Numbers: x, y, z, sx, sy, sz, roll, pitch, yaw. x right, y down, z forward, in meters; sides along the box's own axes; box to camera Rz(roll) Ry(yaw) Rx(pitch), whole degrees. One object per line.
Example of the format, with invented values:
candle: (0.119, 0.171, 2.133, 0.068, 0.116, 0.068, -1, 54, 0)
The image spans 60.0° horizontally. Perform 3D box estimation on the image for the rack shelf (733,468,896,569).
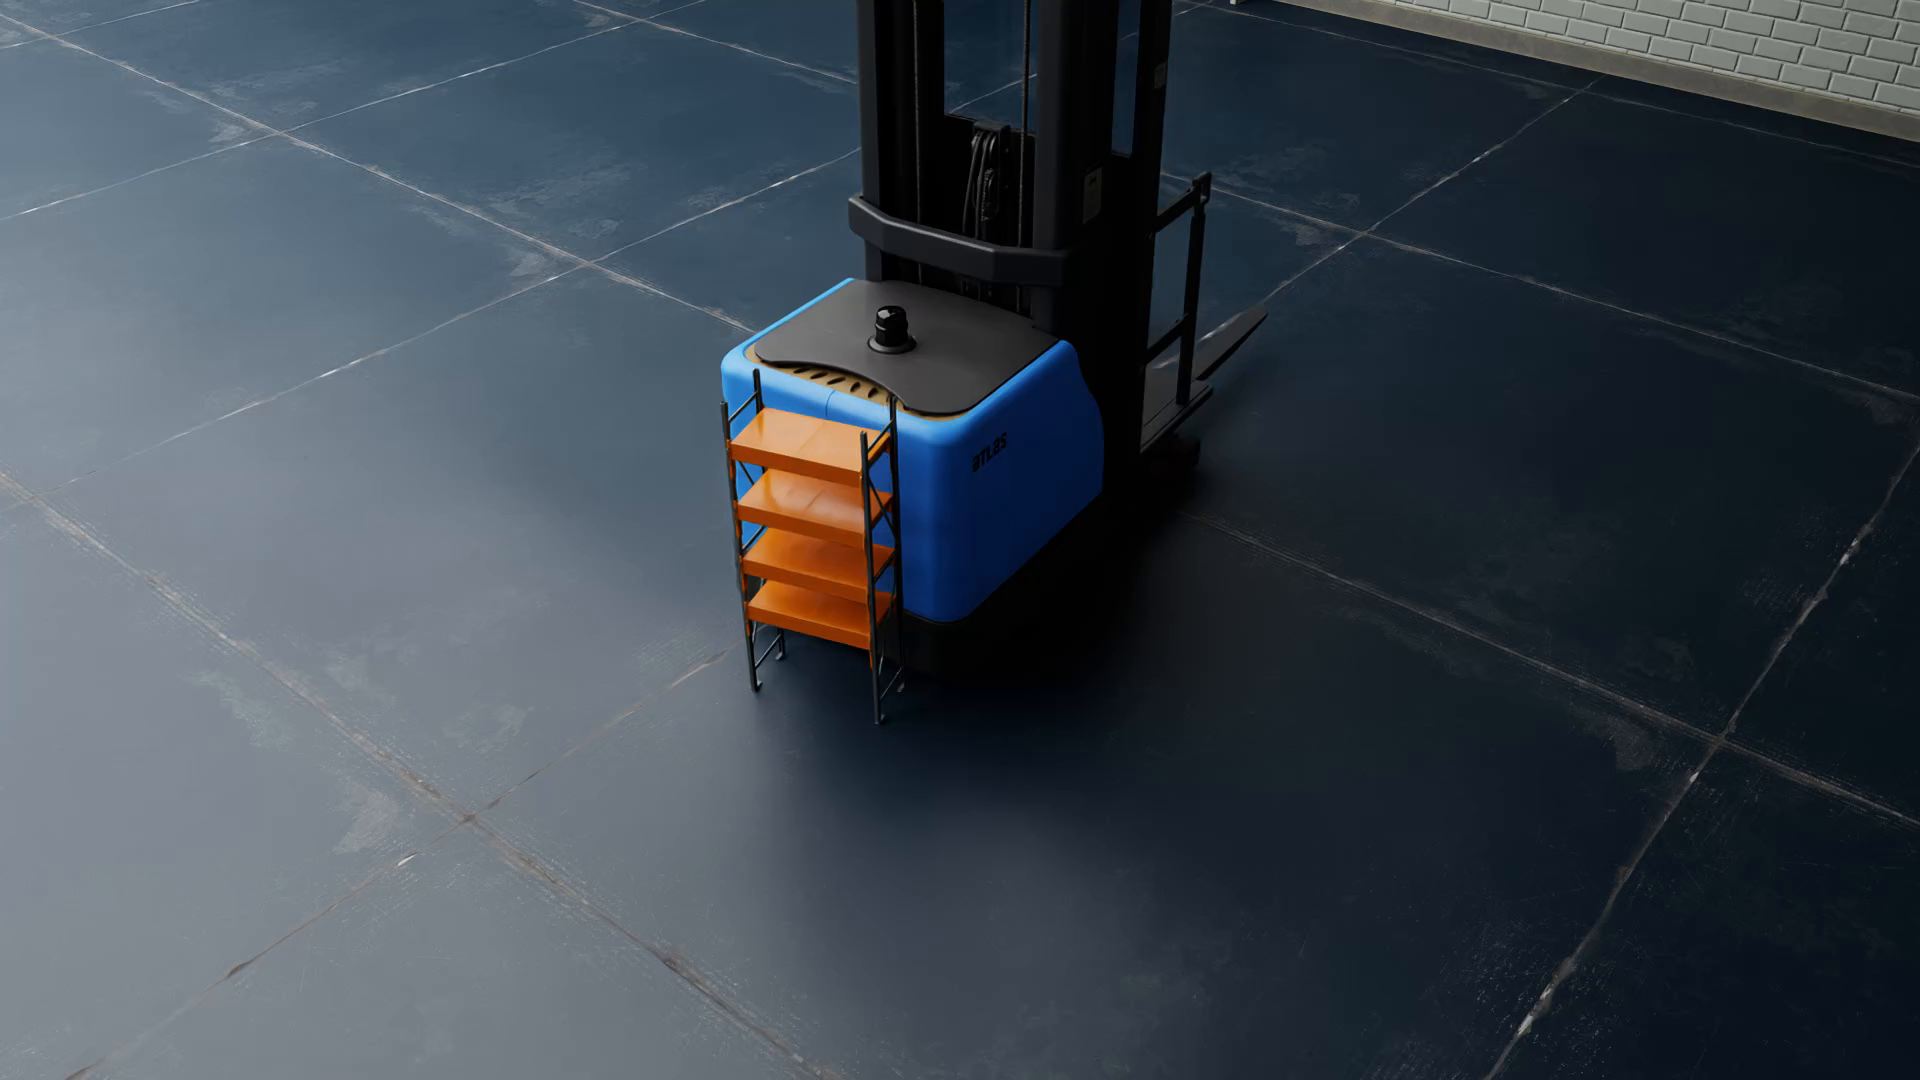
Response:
rack shelf: (-0.477, -0.084, 5.530, 0.480, 0.148, 0.258, 13, 38, 18)

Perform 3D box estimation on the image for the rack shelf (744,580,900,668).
rack shelf: (-0.473, 0.259, 5.777, 0.480, 0.148, 0.258, 13, 38, 18)

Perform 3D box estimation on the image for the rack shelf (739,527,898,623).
rack shelf: (-0.475, 0.098, 5.661, 0.480, 0.148, 0.258, 13, 38, 18)

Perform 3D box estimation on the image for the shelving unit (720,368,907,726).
shelving unit: (-0.476, 0.043, 5.622, 0.503, 1.200, 0.258, 13, 38, 18)

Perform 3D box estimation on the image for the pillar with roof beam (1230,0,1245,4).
pillar with roof beam: (-0.699, -6.069, 7.639, 0.400, 9.000, 9.100, 25, 42, 32)

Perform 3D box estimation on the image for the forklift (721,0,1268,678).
forklift: (0.372, -1.513, 6.364, 1.130, 2.935, 3.031, 20, 39, 27)

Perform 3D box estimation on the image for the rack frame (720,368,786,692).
rack frame: (-0.702, -0.009, 5.698, 0.015, 1.200, 0.240, 13, 38, 18)

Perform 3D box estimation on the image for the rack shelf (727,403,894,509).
rack shelf: (-0.480, -0.276, 5.392, 0.480, 0.148, 0.258, 13, 38, 18)

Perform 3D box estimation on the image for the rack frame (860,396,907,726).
rack frame: (-0.250, 0.095, 5.546, 0.015, 1.200, 0.240, 13, 38, 18)
